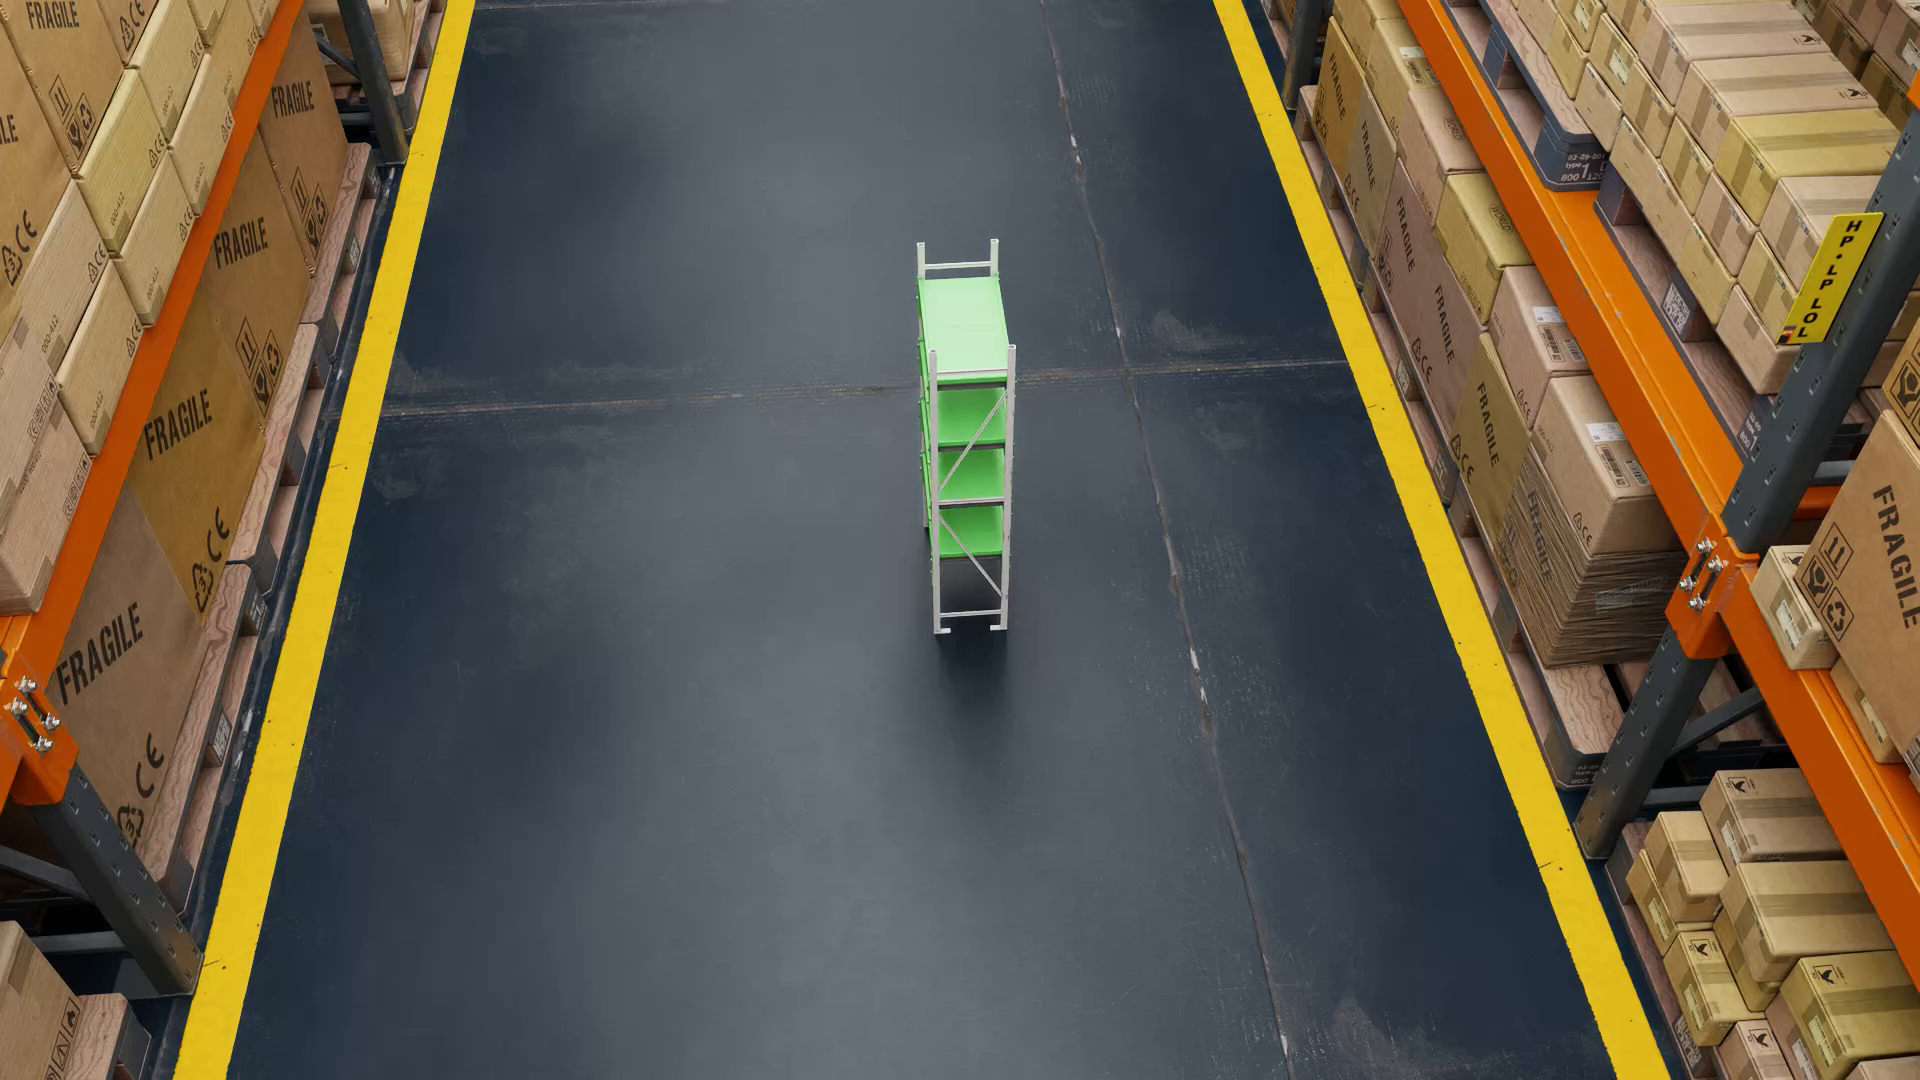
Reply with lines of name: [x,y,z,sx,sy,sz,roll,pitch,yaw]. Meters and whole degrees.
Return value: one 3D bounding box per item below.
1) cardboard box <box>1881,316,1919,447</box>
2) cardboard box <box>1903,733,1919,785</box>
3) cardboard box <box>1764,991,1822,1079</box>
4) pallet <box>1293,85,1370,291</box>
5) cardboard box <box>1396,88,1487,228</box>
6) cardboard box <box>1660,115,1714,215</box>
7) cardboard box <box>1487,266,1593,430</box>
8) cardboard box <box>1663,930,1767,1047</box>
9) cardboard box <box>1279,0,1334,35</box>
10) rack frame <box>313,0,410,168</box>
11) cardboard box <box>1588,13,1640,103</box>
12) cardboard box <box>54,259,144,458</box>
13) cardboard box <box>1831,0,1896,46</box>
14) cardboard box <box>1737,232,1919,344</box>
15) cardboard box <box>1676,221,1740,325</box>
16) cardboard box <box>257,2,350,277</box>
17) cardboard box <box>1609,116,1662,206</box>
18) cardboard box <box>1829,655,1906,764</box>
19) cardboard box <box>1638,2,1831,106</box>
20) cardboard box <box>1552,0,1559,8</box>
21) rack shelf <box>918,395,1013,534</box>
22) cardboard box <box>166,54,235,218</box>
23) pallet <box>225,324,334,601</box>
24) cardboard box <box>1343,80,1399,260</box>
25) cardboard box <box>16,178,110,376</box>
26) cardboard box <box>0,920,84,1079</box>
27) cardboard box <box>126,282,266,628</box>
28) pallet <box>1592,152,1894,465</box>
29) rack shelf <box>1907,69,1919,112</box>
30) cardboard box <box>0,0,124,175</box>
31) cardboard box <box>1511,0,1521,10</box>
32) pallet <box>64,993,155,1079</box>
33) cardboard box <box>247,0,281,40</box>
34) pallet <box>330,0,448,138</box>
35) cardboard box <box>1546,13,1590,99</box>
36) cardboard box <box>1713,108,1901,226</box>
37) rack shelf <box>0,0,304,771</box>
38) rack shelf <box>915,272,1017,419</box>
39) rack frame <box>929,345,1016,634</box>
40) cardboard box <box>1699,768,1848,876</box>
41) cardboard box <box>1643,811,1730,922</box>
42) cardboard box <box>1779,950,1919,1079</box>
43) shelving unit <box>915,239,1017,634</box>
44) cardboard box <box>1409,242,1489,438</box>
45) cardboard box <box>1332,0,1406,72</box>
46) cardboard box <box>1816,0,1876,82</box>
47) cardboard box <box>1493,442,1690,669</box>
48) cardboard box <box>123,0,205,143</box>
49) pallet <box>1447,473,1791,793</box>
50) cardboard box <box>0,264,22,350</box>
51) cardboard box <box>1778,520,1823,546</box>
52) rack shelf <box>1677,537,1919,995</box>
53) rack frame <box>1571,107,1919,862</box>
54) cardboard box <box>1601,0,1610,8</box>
cardboard box: [2.116,-0.306,3.011,0.500,0.500,0.500,-2,47,-2]
cardboard box: [2.160,0.428,3.005,0.500,0.500,0.500,-3,47,-3]
cardboard box: [2.200,1.200,4.017,0.380,0.149,0.250,-4,47,-4]
pallet: [2.050,-1.536,7.060,1.003,0.211,1.213,-3,47,-3]
cardboard box: [1.874,-1.364,5.892,0.500,0.250,0.500,-3,47,-3]
cardboard box: [2.050,-0.973,4.284,0.380,0.149,0.250,-2,47,-2]
cardboard box: [1.977,-0.606,5.173,0.500,0.250,0.500,-1,47,-1]
cardboard box: [2.054,1.145,4.274,0.380,0.149,0.250,-2,47,-2]
cardboard box: [2.025,-2.877,7.669,1.050,0.750,0.750,-4,47,-4]
rack frame: [-2.938,-2.687,6.229,1.000,3.000,0.127,-3,47,-3]
cardboard box: [2.002,-1.359,4.650,0.380,0.149,0.250,-6,47,-5]
cardboard box: [-2.422,-0.450,4.213,0.500,0.250,0.500,-5,47,-4]
cardboard box: [2.658,-1.495,4.574,0.380,0.149,0.250,-4,47,-4]
cardboard box: [2.091,-0.603,3.934,0.380,0.149,0.250,-2,47,-2]
cardboard box: [2.068,-0.688,4.219,0.380,0.149,0.250,-3,47,-3]
cardboard box: [-2.963,-1.596,6.369,0.875,0.875,0.875,-4,47,-4]
cardboard box: [2.029,-1.050,4.562,0.380,0.149,0.250,-6,47,-5]
cardboard box: [2.114,0.327,3.547,0.380,0.149,0.250,-2,47,-2]
cardboard box: [2.028,-1.279,4.369,0.380,0.149,0.250,-4,47,-3]
cardboard box: [1.962,-1.732,5.004,0.380,0.149,0.250,-2,47,-2]
rack shelf: [0.014,-0.249,5.247,0.258,0.148,0.480,-3,47,-3]
cardboard box: [-2.481,-1.184,4.908,0.500,0.250,0.500,-4,47,-4]
pallet: [-2.848,-0.272,5.862,1.003,0.211,1.213,-3,47,-3]
cardboard box: [1.837,-1.455,6.494,0.500,0.500,0.500,-3,47,-3]
cardboard box: [-2.430,-0.624,4.034,0.500,0.250,0.500,-3,47,-3]
cardboard box: [-2.657,1.405,3.829,0.875,0.438,0.875,-4,47,-4]
cardboard box: [-2.818,-0.303,5.145,0.875,0.875,0.875,-2,47,-2]
pallet: [2.402,-0.662,4.444,1.003,0.211,1.213,-3,47,-3]
rack shelf: [2.154,-2.398,4.384,1.077,0.370,4.000,-3,47,-3]
cardboard box: [-2.463,-1.236,4.097,0.500,0.500,0.500,-5,47,-4]
cardboard box: [1.936,-1.823,5.295,0.380,0.149,0.250,-3,47,-3]
pallet: [-2.617,1.721,3.975,1.003,0.211,1.213,-3,47,-3]
cardboard box: [-2.578,-1.916,5.602,0.500,0.250,0.500,-3,47,-3]
pallet: [-3.002,-2.293,7.776,1.003,0.211,1.213,-3,47,-3]
cardboard box: [1.978,-1.442,4.934,0.380,0.149,0.250,-2,47,-2]
cardboard box: [2.070,-0.902,4.012,0.380,0.149,0.250,-5,47,-4]
rack shelf: [-2.770,-0.992,5.119,1.077,0.370,4.000,-3,47,-3]
rack shelf: [0.014,-0.579,4.899,0.258,0.148,0.480,-3,47,-3]
rack frame: [0.034,-0.116,5.034,0.240,1.200,0.015,-3,47,-3]
cardboard box: [2.144,0.727,4.260,0.380,0.149,0.250,-2,47,-2]
cardboard box: [2.033,0.849,4.350,0.380,0.149,0.250,-2,47,-1]
cardboard box: [2.178,1.109,3.898,0.380,0.149,0.250,-4,47,-4]
shelving unit: [0.014,-0.293,5.201,0.258,1.200,0.503,-3,47,-3]
cardboard box: [1.927,-0.714,5.793,0.500,0.500,0.500,-4,47,-4]
cardboard box: [1.803,-2.090,6.579,0.500,0.250,0.500,-5,47,-5]
cardboard box: [2.654,-1.397,4.686,0.380,0.149,0.250,-2,47,-2]
cardboard box: [2.008,0.028,5.090,0.500,0.500,0.500,-4,47,-4]
cardboard box: [-2.491,-1.356,4.728,0.500,0.250,0.500,-5,47,-4]
pallet: [2.255,0.229,5.388,1.003,0.211,1.213,-3,47,-3]
cardboard box: [-2.353,-0.507,3.406,0.500,0.500,0.500,-3,47,-3]
cardboard box: [2.523,-0.260,4.846,0.500,0.250,0.500,-5,47,-5]
rack shelf: [2.489,1.528,2.733,1.077,0.370,4.000,-3,47,-3]
rack frame: [2.321,-0.167,3.842,1.000,3.000,0.127,-3,47,-3]
cardboard box: [1.985,-1.651,4.722,0.380,0.149,0.250,-5,47,-5]
